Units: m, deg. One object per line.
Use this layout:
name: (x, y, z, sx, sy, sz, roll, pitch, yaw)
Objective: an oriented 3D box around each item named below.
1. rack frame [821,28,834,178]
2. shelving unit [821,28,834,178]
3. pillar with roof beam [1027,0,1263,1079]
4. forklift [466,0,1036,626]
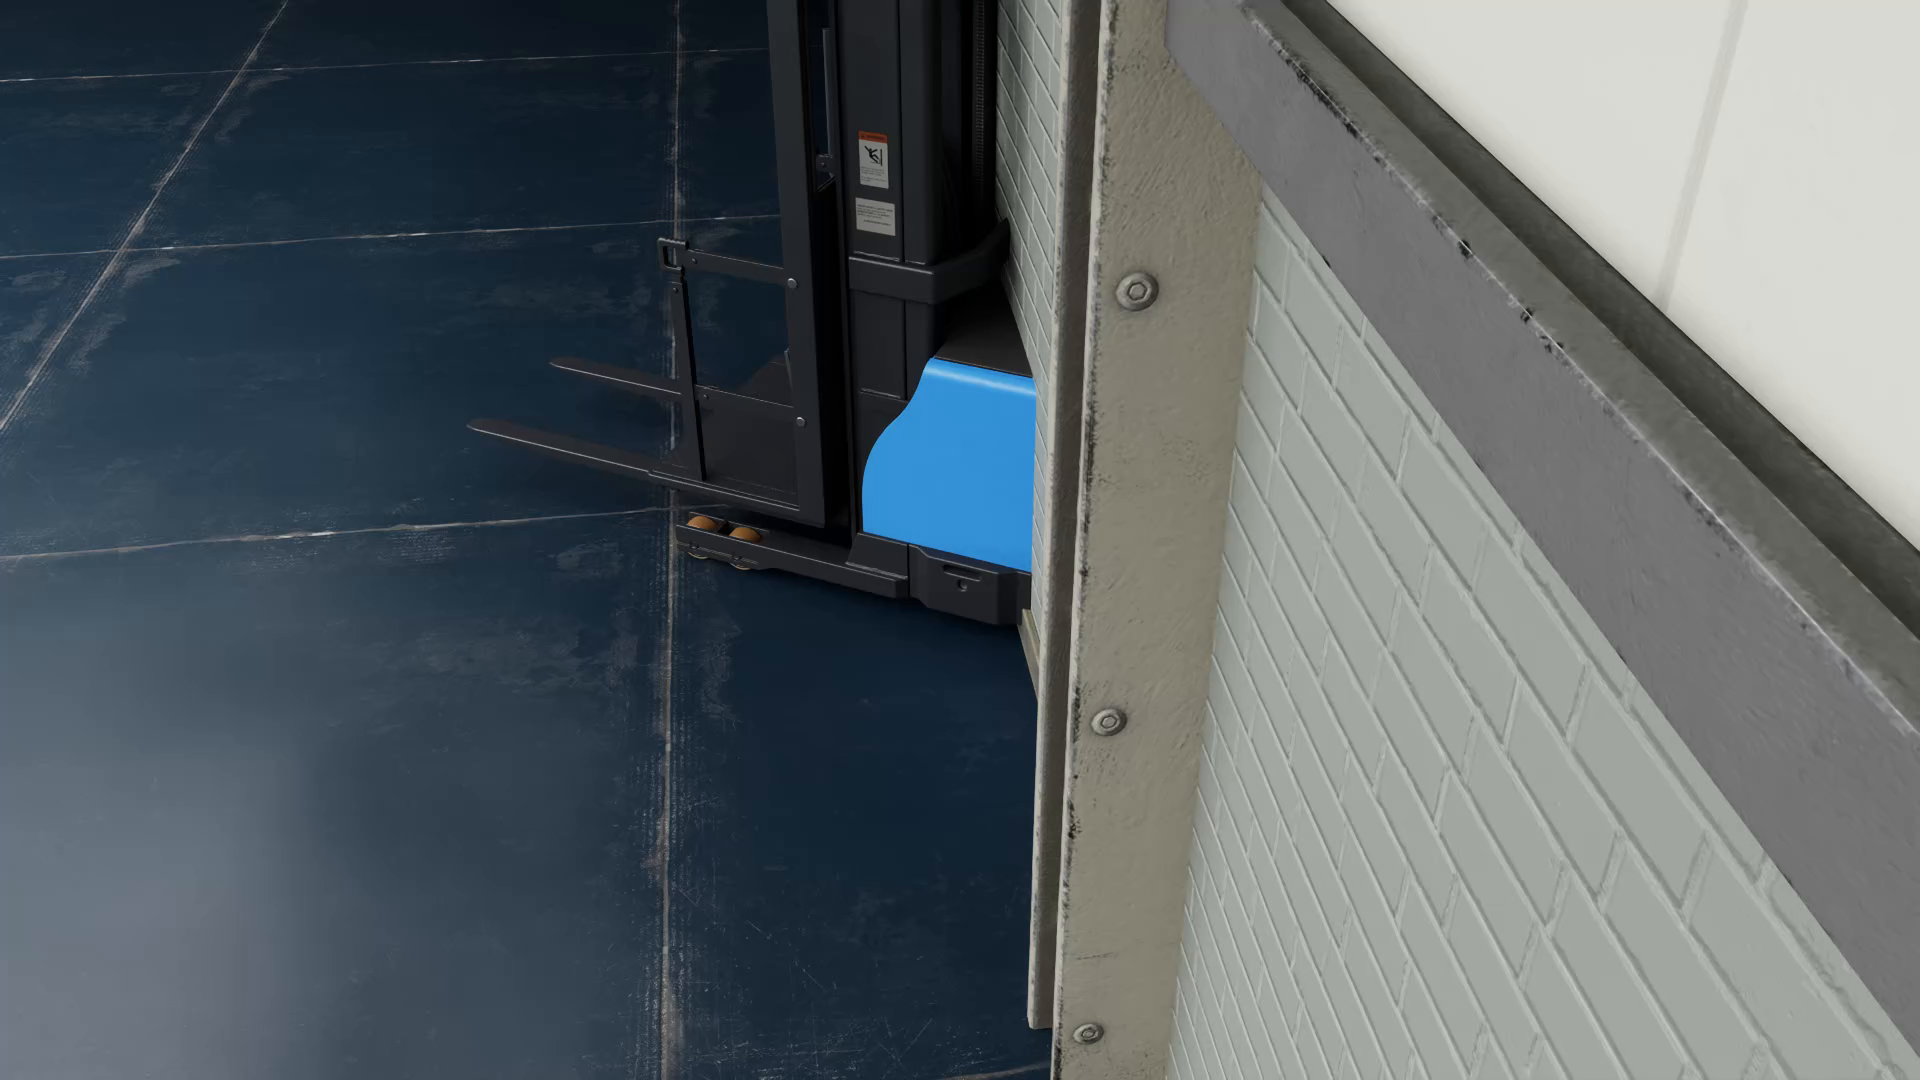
rack frame: (-0.372, -1.685, 7.891, 0.500, 1.500, 0.032, -4, 35, -6)
shelving unit: (-0.305, -1.401, 7.474, 0.538, 1.500, 1.048, -4, 35, -6)
pillar with roof beam: (-3.894, -1.939, 1.604, 9.100, 9.000, 0.400, -4, 35, -6)
forklift: (-0.579, -1.351, 6.129, 3.031, 2.935, 1.130, 14, 37, 19)
